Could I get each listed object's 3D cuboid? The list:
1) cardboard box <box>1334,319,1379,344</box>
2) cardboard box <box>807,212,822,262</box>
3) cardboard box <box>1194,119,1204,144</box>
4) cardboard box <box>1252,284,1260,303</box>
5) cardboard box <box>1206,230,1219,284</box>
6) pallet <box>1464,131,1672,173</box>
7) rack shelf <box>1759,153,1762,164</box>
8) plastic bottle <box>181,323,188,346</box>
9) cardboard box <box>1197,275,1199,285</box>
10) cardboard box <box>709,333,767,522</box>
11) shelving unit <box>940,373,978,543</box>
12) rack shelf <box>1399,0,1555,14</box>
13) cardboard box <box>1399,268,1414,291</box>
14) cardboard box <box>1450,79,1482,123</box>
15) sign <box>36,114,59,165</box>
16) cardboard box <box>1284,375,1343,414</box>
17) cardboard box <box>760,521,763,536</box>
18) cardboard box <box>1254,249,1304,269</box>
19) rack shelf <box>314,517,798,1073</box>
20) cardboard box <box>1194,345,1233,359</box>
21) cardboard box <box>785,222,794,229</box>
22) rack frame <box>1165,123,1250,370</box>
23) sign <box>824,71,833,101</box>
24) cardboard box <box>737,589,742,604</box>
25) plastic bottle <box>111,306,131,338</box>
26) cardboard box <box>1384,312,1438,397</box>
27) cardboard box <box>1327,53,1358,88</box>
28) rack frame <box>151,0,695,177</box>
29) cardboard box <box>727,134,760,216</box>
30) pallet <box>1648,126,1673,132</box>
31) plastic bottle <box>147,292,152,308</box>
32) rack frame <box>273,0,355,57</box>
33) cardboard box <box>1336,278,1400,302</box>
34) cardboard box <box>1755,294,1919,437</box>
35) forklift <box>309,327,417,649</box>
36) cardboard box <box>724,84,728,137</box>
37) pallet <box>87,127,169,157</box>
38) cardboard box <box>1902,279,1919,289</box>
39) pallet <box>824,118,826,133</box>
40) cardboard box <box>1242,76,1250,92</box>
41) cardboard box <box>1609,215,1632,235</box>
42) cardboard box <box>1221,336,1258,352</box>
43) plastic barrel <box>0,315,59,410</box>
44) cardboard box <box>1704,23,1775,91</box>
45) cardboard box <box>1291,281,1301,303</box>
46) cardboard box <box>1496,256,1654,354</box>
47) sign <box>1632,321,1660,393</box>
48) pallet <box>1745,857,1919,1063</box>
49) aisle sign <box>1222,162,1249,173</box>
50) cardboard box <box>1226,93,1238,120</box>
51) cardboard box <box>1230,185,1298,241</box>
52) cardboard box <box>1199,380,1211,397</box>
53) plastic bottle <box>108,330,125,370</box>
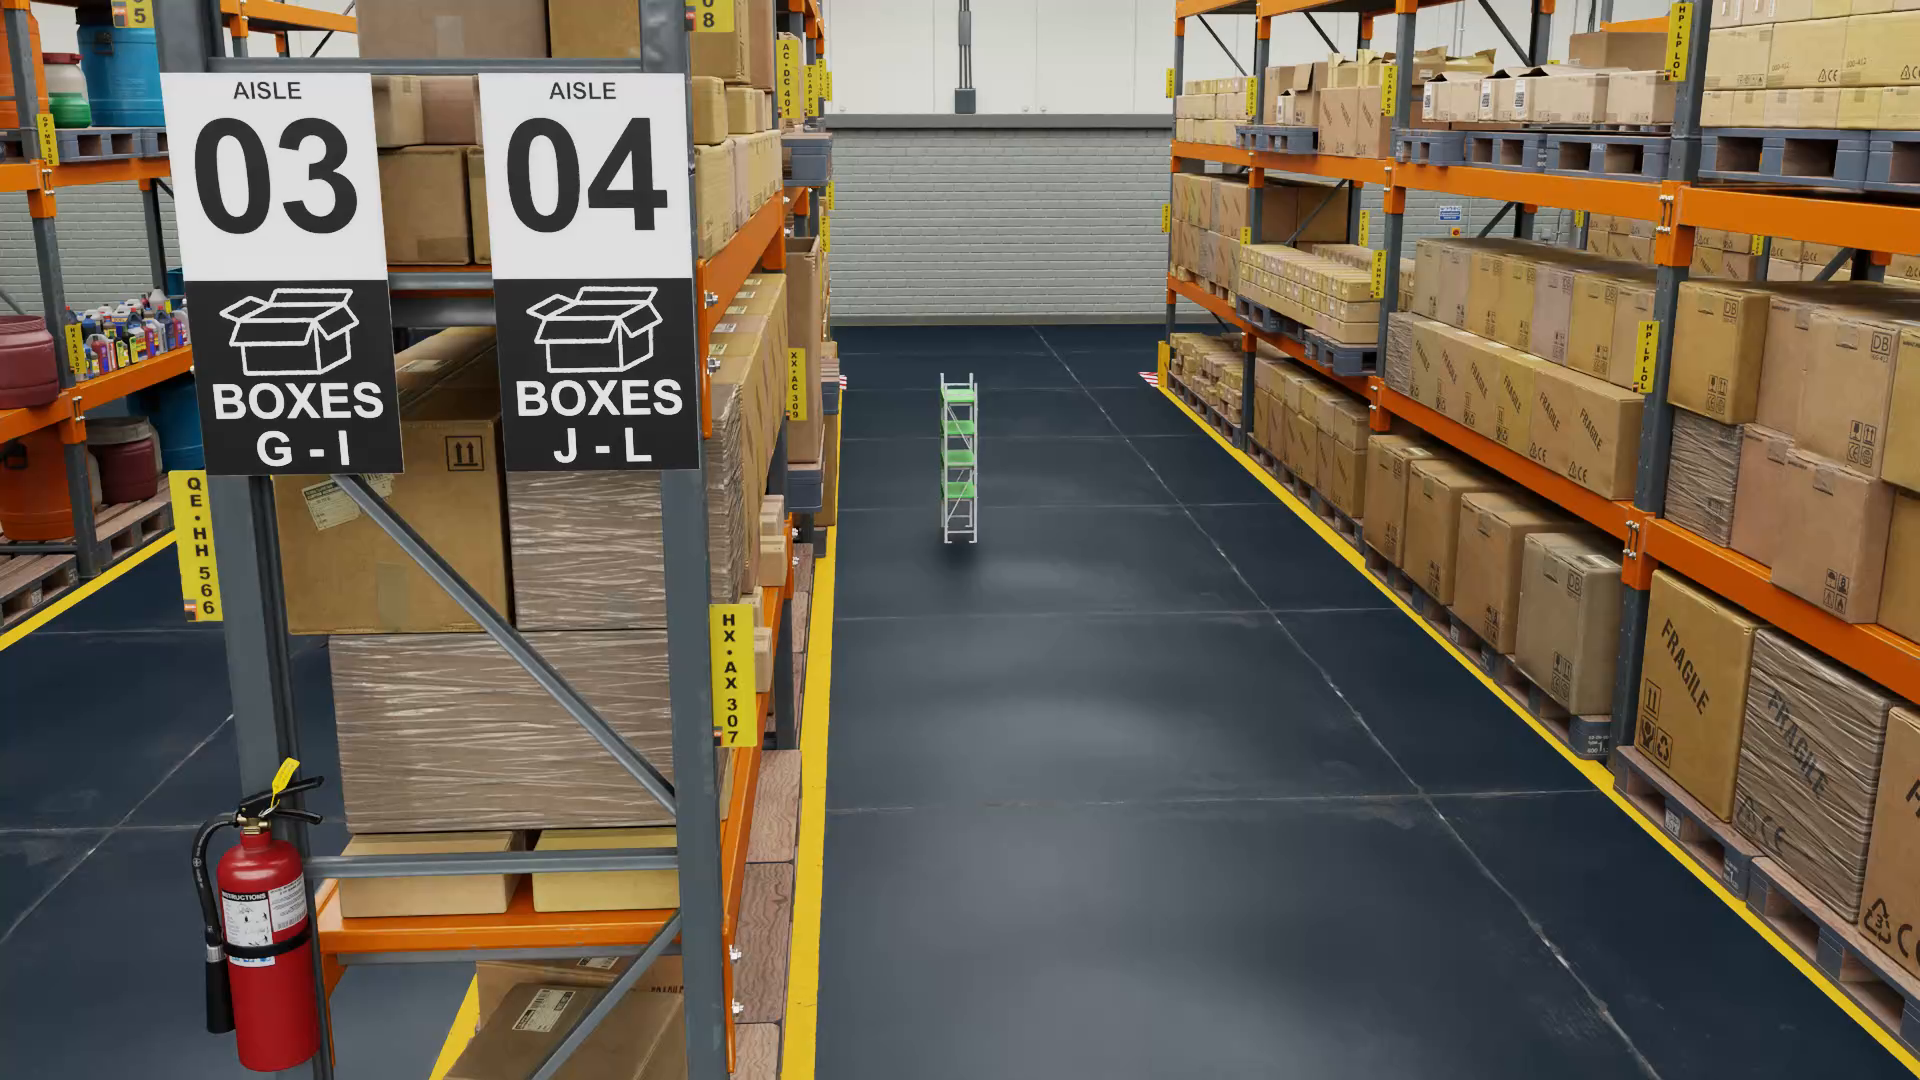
[{"bbox_3d":[2.934,-1.514,12.053,0.380,0.149,0.250,-1,14,-3],"label":"cardboard box"},{"bbox_3d":[-1.555,-2.818,15.658,0.500,0.500,0.500,-1,14,-3],"label":"cardboard box"},{"bbox_3d":[2.774,-4.312,17.547,0.500,0.250,0.500,-1,14,-5],"label":"cardboard box"},{"bbox_3d":[2.776,-2.157,14.552,0.380,0.149,0.250,-1,14,-3],"label":"cardboard box"},{"bbox_3d":[2.803,-2.873,16.875,0.500,0.500,0.500,-1,14,-4],"label":"cardboard box"},{"bbox_3d":[3.589,-2.241,9.575,1.003,0.211,1.213,0,14,-1],"label":"pallet"},{"bbox_3d":[7.986,-4.015,17.535,1.077,0.370,4.000,-1,14,-3],"label":"rack shelf"},{"bbox_3d":[-6.266,-1.659,13.352,0.097,0.201,0.097,0,14,0],"label":"plastic bottle"},{"bbox_3d":[2.786,-2.839,18.043,0.380,0.149,0.250,-1,14,-4],"label":"cardboard box"},{"bbox_3d":[-0.856,-0.342,5.033,0.500,0.500,0.500,-1,14,-3],"label":"cardboard box"},{"bbox_3d":[-0.010,-0.622,12.537,0.258,1.200,0.503,-1,14,-3],"label":"shelving unit"},{"bbox_3d":[3.547,-3.183,9.084,1.077,0.370,4.000,-1,14,-3],"label":"rack shelf"},{"bbox_3d":[3.542,-1.998,12.741,0.380,0.149,0.250,-1,15,-6],"label":"cardboard box"},{"bbox_3d":[3.280,-2.641,10.008,0.500,0.250,0.500,0,14,-2],"label":"cardboard box"},{"bbox_3d":[-5.928,-2.601,10.807,0.100,0.325,0.005,-1,14,-3],"label":"sign"},{"bbox_3d":[3.020,-1.221,13.919,0.500,0.250,0.500,0,14,-1],"label":"cardboard box"},{"bbox_3d":[-1.017,0.025,6.912,0.380,0.149,0.250,-1,14,-3],"label":"cardboard box"},{"bbox_3d":[2.778,-2.443,14.471,0.380,0.149,0.250,-1,14,-3],"label":"cardboard box"},{"bbox_3d":[-1.161,0.575,5.715,1.077,0.370,4.000,-1,14,-3],"label":"rack shelf"},{"bbox_3d":[2.752,-2.021,18.046,0.380,0.149,0.250,0,14,-1],"label":"cardboard box"},{"bbox_3d":[-1.600,-2.144,12.625,0.797,0.503,0.637,-1,14,-2],"label":"cardboard box"},{"bbox_3d":[2.928,-3.307,19.358,1.000,3.000,0.127,-1,14,-3],"label":"rack frame"},{"bbox_3d":[-1.486,-5.103,18.703,0.100,0.325,0.005,-1,14,-3],"label":"sign"},{"bbox_3d":[-1.202,0.022,5.622,0.875,0.500,0.500,-1,14,-3],"label":"cardboard box"},{"bbox_3d":[-6.867,-1.775,13.653,0.152,0.276,0.135,-1,14,-3],"label":"plastic bottle"},{"bbox_3d":[3.182,-1.250,11.162,0.500,0.500,0.500,-1,14,-3],"label":"cardboard box"},{"bbox_3d":[3.039,-3.605,12.761,0.396,0.266,0.258,-1,14,-3],"label":"cardboard box"},{"bbox_3d":[-1.038,-2.181,2.945,1.000,3.000,0.127,-1,14,-3],"label":"rack frame"},{"bbox_3d":[-0.912,-1.161,5.298,0.500,0.250,0.500,0,14,-2],"label":"cardboard box"},{"bbox_3d":[7.997,-4.329,17.491,1.003,0.211,1.213,-1,14,-3],"label":"pallet"},{"bbox_3d":[-7.128,-2.030,14.629,0.061,0.283,0.133,-1,14,-3],"label":"plastic bottle"},{"bbox_3d":[-6.972,-6.084,18.113,1.000,3.000,0.127,-1,14,-3],"label":"rack frame"},{"bbox_3d":[2.936,-1.802,11.976,0.380,0.149,0.250,-1,15,-6],"label":"cardboard box"},{"bbox_3d":[3.810,-0.690,6.722,0.875,0.550,0.550,-1,14,-3],"label":"cardboard box"},{"bbox_3d":[-3.360,-0.980,10.454,1.130,2.935,3.031,-1,14,-2],"label":"forklift"},{"bbox_3d":[-0.839,-1.177,4.563,0.380,0.149,0.250,-1,14,-4],"label":"cardboard box"},{"bbox_3d":[-6.505,-3.070,12.796,1.003,0.211,1.213,-1,14,-3],"label":"pallet"},{"bbox_3d":[7.987,-1.959,13.418,0.500,0.250,0.500,-1,14,-5],"label":"cardboard box"},{"bbox_3d":[-1.972,-4.480,18.079,1.003,0.211,1.213,-1,14,-3],"label":"pallet"},{"bbox_3d":[2.857,-4.266,15.565,0.380,0.149,0.250,-1,14,-2],"label":"cardboard box"},{"bbox_3d":[7.647,-3.689,18.635,0.500,0.500,0.500,-1,14,-5],"label":"cardboard box"},{"bbox_3d":[3.172,-2.226,18.844,0.380,0.149,0.250,-1,14,-2],"label":"cardboard box"},{"bbox_3d":[-6.146,-1.144,10.680,0.600,0.536,0.708,-1,14,-3],"label":"plastic barrel"},{"bbox_3d":[3.422,-1.972,6.812,0.500,0.250,0.500,-1,14,-3],"label":"cardboard box"},{"bbox_3d":[2.856,-1.979,13.264,0.380,0.149,0.250,-1,14,-2],"label":"cardboard box"},{"bbox_3d":[3.540,-1.357,9.575,0.700,0.500,0.500,-1,14,-4],"label":"cardboard box"},{"bbox_3d":[3.130,-0.834,7.582,0.100,0.325,0.005,-1,14,-3],"label":"sign"},{"bbox_3d":[3.719,1.523,6.184,1.003,0.211,1.213,-1,14,-3],"label":"pallet"},{"bbox_3d":[3.223,-4.588,19.122,0.394,0.787,0.004,-1,14,-3],"label":"aisle sign"},{"bbox_3d":[2.873,-4.174,16.008,0.500,0.250,0.500,-1,15,-6],"label":"cardboard box"},{"bbox_3d":[2.877,-3.101,15.755,0.500,0.500,0.500,-1,14,-5],"label":"cardboard box"},{"bbox_3d":[2.750,-1.609,17.640,0.380,0.149,0.250,-1,14,-3],"label":"cardboard box"},{"bbox_3d":[-6.172,-1.394,12.159,0.061,0.283,0.133,-1,14,-3],"label":"plastic bottle"}]
